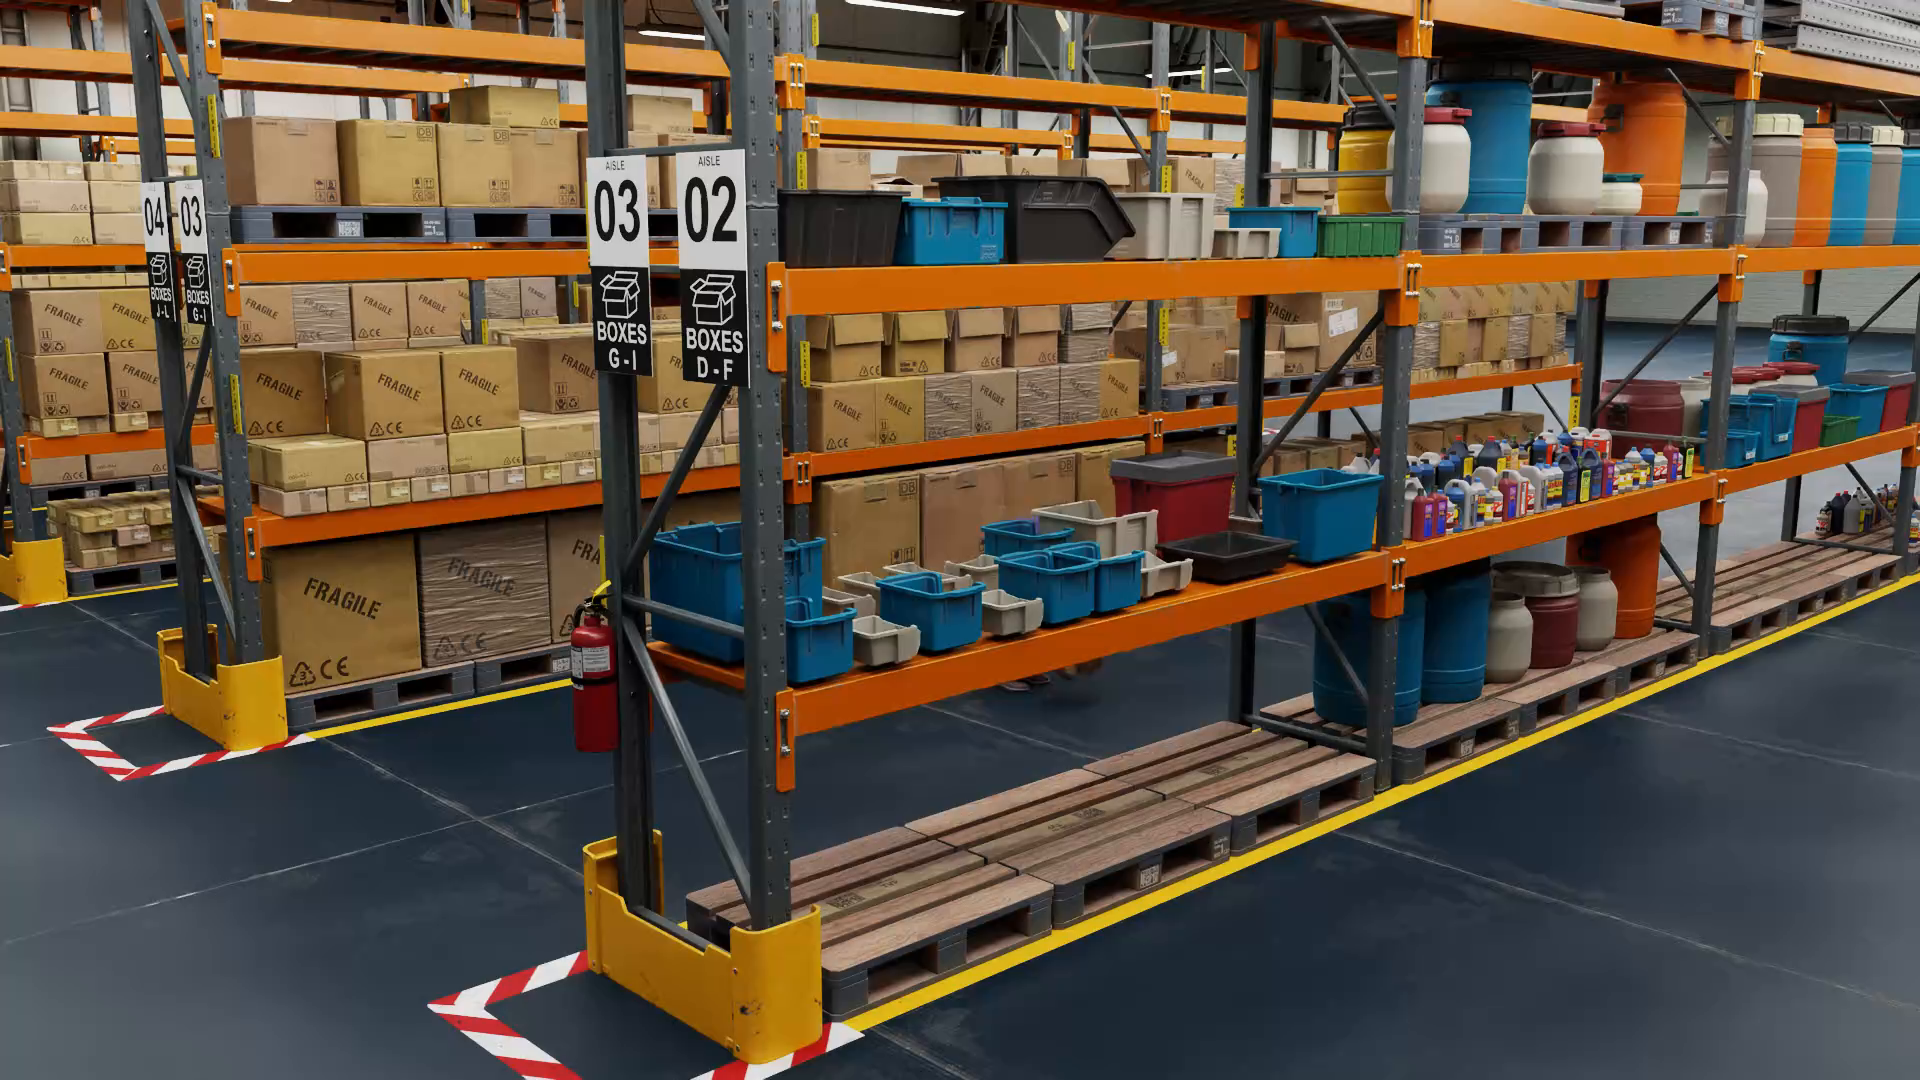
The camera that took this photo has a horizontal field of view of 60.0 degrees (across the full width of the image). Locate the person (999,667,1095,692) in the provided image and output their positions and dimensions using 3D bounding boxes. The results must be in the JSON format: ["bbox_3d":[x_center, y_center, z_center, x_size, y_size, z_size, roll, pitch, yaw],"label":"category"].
[{"bbox_3d":[0.496,0.520,10.718,0.505,0.916,0.826,-10,15,-43],"label":"person"}]
